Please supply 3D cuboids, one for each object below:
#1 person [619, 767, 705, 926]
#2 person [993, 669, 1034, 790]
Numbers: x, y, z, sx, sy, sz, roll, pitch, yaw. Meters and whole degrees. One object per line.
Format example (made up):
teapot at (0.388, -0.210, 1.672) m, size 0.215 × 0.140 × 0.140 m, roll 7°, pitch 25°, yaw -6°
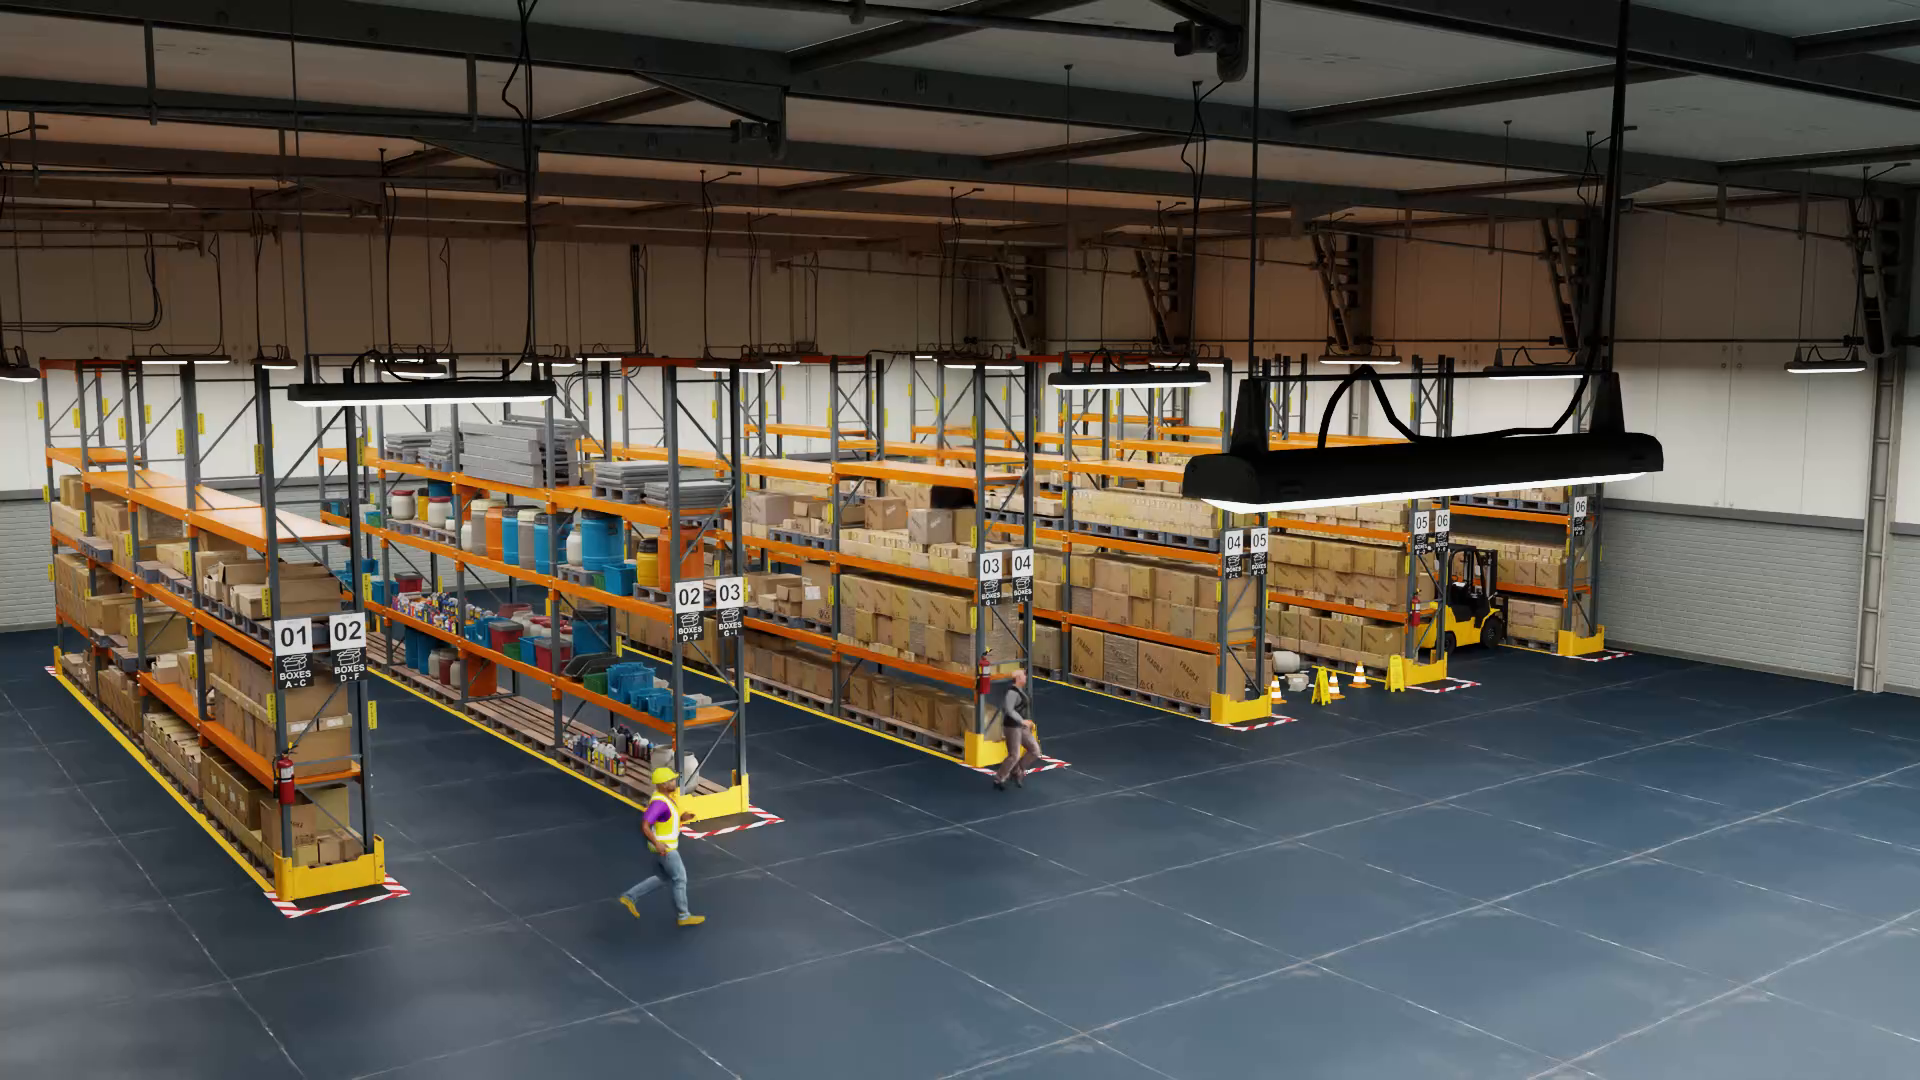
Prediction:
person at (-3.219, 3.304, 17.899) m, size 0.915 × 1.749 × 0.705 m, roll -1°, pitch 7°, yaw -12°
person at (0.826, 2.676, 23.590) m, size 0.573 × 1.686 × 0.714 m, roll 2°, pitch 7°, yaw 20°
